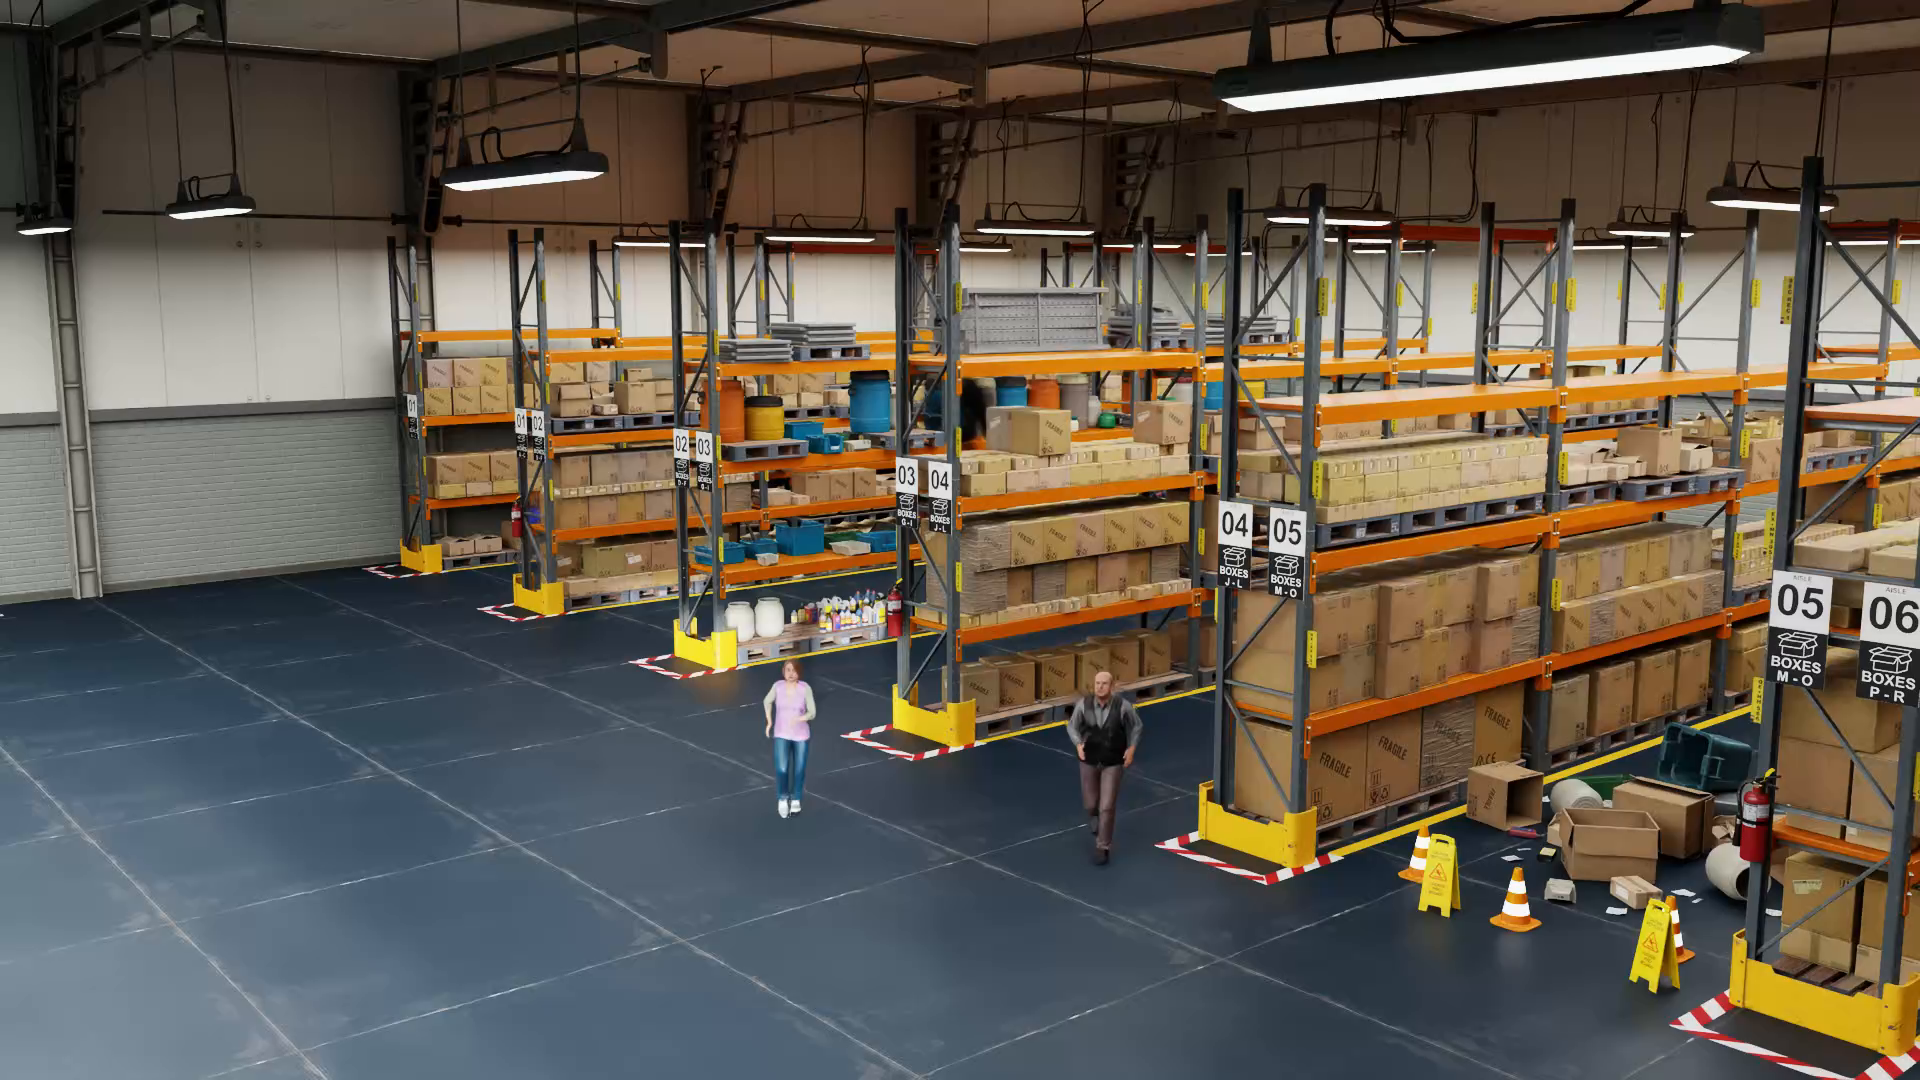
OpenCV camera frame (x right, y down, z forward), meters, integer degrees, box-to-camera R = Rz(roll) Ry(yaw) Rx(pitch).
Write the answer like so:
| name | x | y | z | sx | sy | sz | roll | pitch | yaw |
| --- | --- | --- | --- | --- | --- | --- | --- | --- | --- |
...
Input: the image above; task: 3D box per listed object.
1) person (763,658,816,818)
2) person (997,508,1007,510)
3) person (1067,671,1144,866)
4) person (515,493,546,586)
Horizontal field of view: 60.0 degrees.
| name | x | y | z | sx | sy | sz | roll | pitch | yaw |
| --- | --- | --- | --- | --- | --- | --- | --- | --- | --- |
| person | -1.642 | 1.918 | 16.072 | 0.508 | 1.572 | 0.643 | -1 | 9 | -6 |
| person | 0.829 | -0.323 | 28.736 | 0.606 | 1.699 | 0.836 | 8 | 12 | 42 |
| person | 1.315 | 2.022 | 15.142 | 0.694 | 1.723 | 0.788 | 1 | 9 | 9 |
| person | -7.168 | 0.052 | 28.150 | 0.582 | 1.701 | 0.670 | 7 | 11 | 37 |
